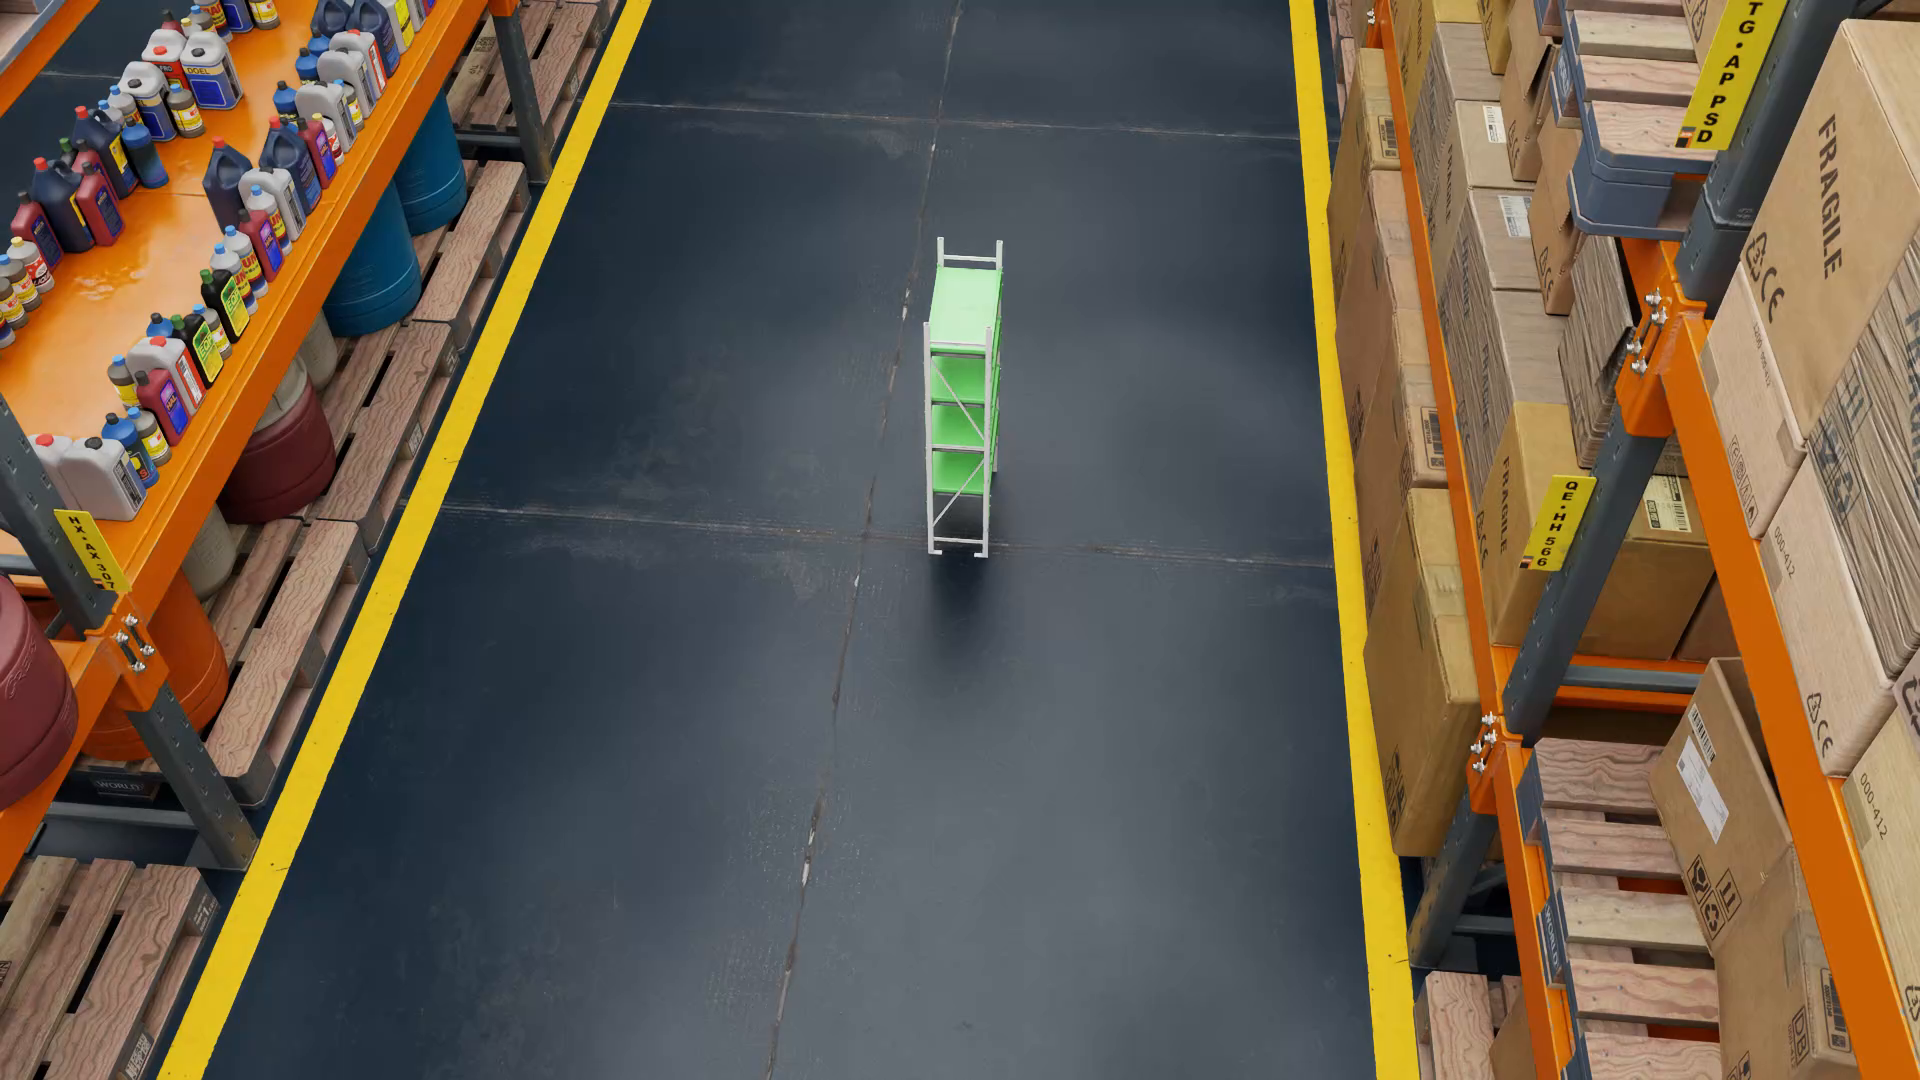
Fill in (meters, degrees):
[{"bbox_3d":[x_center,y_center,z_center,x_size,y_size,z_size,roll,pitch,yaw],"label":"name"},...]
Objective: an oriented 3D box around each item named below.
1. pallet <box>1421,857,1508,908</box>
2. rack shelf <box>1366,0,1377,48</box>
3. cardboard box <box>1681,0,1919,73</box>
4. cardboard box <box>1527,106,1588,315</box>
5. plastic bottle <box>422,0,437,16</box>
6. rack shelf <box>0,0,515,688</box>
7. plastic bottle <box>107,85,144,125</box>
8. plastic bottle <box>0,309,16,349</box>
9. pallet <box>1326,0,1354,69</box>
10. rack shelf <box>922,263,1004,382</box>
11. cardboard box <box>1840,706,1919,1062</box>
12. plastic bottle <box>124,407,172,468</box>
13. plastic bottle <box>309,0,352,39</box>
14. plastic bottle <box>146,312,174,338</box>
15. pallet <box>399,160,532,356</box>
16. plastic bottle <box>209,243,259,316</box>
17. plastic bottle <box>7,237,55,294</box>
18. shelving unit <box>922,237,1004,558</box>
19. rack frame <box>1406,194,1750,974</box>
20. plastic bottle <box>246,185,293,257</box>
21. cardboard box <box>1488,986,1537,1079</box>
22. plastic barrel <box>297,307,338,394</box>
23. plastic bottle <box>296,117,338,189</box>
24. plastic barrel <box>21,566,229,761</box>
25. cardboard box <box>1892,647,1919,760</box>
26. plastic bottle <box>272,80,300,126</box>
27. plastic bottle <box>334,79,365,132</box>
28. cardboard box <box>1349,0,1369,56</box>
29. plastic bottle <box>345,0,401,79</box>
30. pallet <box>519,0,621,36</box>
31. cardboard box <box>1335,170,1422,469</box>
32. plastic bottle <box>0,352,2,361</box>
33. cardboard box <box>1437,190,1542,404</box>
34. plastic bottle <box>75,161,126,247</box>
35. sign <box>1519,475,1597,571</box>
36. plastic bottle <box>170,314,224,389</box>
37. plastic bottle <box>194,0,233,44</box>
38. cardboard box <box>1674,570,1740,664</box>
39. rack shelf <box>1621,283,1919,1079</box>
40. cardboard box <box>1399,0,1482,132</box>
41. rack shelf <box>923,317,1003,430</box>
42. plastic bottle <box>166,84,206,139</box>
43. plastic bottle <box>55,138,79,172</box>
[{"bbox_3d":[2.132,0.755,5.942,1.003,0.211,1.213,4,48,4],"label":"pallet"},{"bbox_3d":[2.532,-3.778,8.686,1.077,0.370,4.000,4,48,4],"label":"rack shelf"},{"bbox_3d":[1.969,-1.254,3.502,0.797,0.503,0.637,6,48,6],"label":"cardboard box"},{"bbox_3d":[2.130,-0.999,4.909,0.797,0.503,0.637,5,48,4],"label":"cardboard box"},{"bbox_3d":[-2.272,-2.360,6.981,0.061,0.283,0.133,4,48,4],"label":"plastic bottle"},{"bbox_3d":[-2.765,-1.172,6.302,1.077,0.370,4.000,4,48,4],"label":"rack shelf"},{"bbox_3d":[-3.147,-1.592,6.286,0.097,0.271,0.097,0,48,0],"label":"plastic bottle"},{"bbox_3d":[-3.250,-0.767,5.531,0.097,0.271,0.097,0,48,0],"label":"plastic bottle"},{"bbox_3d":[2.606,-3.062,9.434,1.003,0.211,1.213,4,48,4],"label":"pallet"},{"bbox_3d":[0.015,-0.807,6.137,0.258,0.148,0.480,4,48,4],"label":"rack shelf"},{"bbox_3d":[1.605,0.510,2.345,0.500,0.250,0.500,5,48,4],"label":"cardboard box"},{"bbox_3d":[-2.539,-0.329,5.179,0.097,0.201,0.097,0,48,0],"label":"plastic bottle"},{"bbox_3d":[-2.501,-2.044,6.646,0.144,0.351,0.185,4,48,4],"label":"plastic bottle"},{"bbox_3d":[-2.566,-0.625,5.402,0.097,0.271,0.097,0,48,0],"label":"plastic bottle"},{"bbox_3d":[-2.694,-1.379,7.894,1.003,0.211,1.213,4,48,4],"label":"pallet"},{"bbox_3d":[-2.472,-0.888,5.643,0.097,0.271,0.097,0,48,0],"label":"plastic bottle"},{"bbox_3d":[-3.223,-0.958,5.754,0.097,0.201,0.097,0,48,0],"label":"plastic bottle"},{"bbox_3d":[0.015,-0.527,6.444,0.258,1.200,0.503,4,48,4],"label":"shelving unit"},{"bbox_3d":[1.986,0.388,4.388,1.000,3.000,0.127,4,48,4],"label":"rack frame"},{"bbox_3d":[-2.442,-1.130,5.864,0.097,0.271,0.097,0,48,0],"label":"plastic bottle"},{"bbox_3d":[1.944,1.577,4.696,0.700,0.500,0.500,2,48,1],"label":"cardboard box"},{"bbox_3d":[-2.854,-0.858,6.930,0.421,0.512,0.421,0,48,0],"label":"plastic barrel"},{"bbox_3d":[-2.385,-1.452,6.150,0.061,0.283,0.133,4,48,4],"label":"plastic bottle"},{"bbox_3d":[-2.919,0.285,5.668,0.600,0.830,0.708,4,48,4],"label":"plastic barrel"},{"bbox_3d":[1.598,0.244,2.081,0.500,0.500,0.500,3,48,2],"label":"cardboard box"},{"bbox_3d":[-2.535,-1.616,6.308,0.097,0.271,0.097,0,48,0],"label":"plastic bottle"},{"bbox_3d":[-2.371,-1.681,6.415,0.097,0.201,0.097,0,48,0],"label":"plastic bottle"},{"bbox_3d":[2.572,-3.117,8.749,0.875,0.875,0.875,4,48,4],"label":"cardboard box"},{"bbox_3d":[-2.357,-2.034,6.637,0.144,0.351,0.185,4,48,4],"label":"plastic bottle"},{"bbox_3d":[-2.445,-3.385,9.729,1.003,0.211,1.213,4,48,4],"label":"pallet"},{"bbox_3d":[2.231,-0.847,6.673,1.225,0.875,0.875,2,48,2],"label":"cardboard box"},{"bbox_3d":[-3.258,-0.671,5.492,0.097,0.201,0.097,0,48,0],"label":"plastic bottle"},{"bbox_3d":[1.879,-0.772,5.382,0.500,0.500,0.500,2,48,2],"label":"cardboard box"},{"bbox_3d":[-3.070,-1.197,5.917,0.061,0.283,0.133,4,48,4],"label":"plastic bottle"},{"bbox_3d":[1.433,-0.037,3.993,0.100,0.325,0.005,4,48,4],"label":"sign"},{"bbox_3d":[-2.486,-0.637,5.405,0.061,0.283,0.133,4,48,4],"label":"plastic bottle"},{"bbox_3d":[-3.075,-2.174,6.819,0.097,0.271,0.097,0,48,0],"label":"plastic bottle"},{"bbox_3d":[2.301,0.016,4.661,0.500,0.500,0.500,5,48,5],"label":"cardboard box"},{"bbox_3d":[1.803,1.088,2.202,1.077,0.370,4.000,4,48,4],"label":"rack shelf"},{"bbox_3d":[2.014,-1.894,6.408,0.500,0.500,0.500,4,48,4],"label":"cardboard box"},{"bbox_3d":[0.015,-0.645,6.314,0.258,0.148,0.480,4,48,4],"label":"rack shelf"},{"bbox_3d":[-2.983,-1.657,6.393,0.097,0.201,0.097,0,48,0],"label":"plastic bottle"},{"bbox_3d":[-3.202,-1.305,6.016,0.061,0.283,0.133,4,48,4],"label":"plastic bottle"}]
